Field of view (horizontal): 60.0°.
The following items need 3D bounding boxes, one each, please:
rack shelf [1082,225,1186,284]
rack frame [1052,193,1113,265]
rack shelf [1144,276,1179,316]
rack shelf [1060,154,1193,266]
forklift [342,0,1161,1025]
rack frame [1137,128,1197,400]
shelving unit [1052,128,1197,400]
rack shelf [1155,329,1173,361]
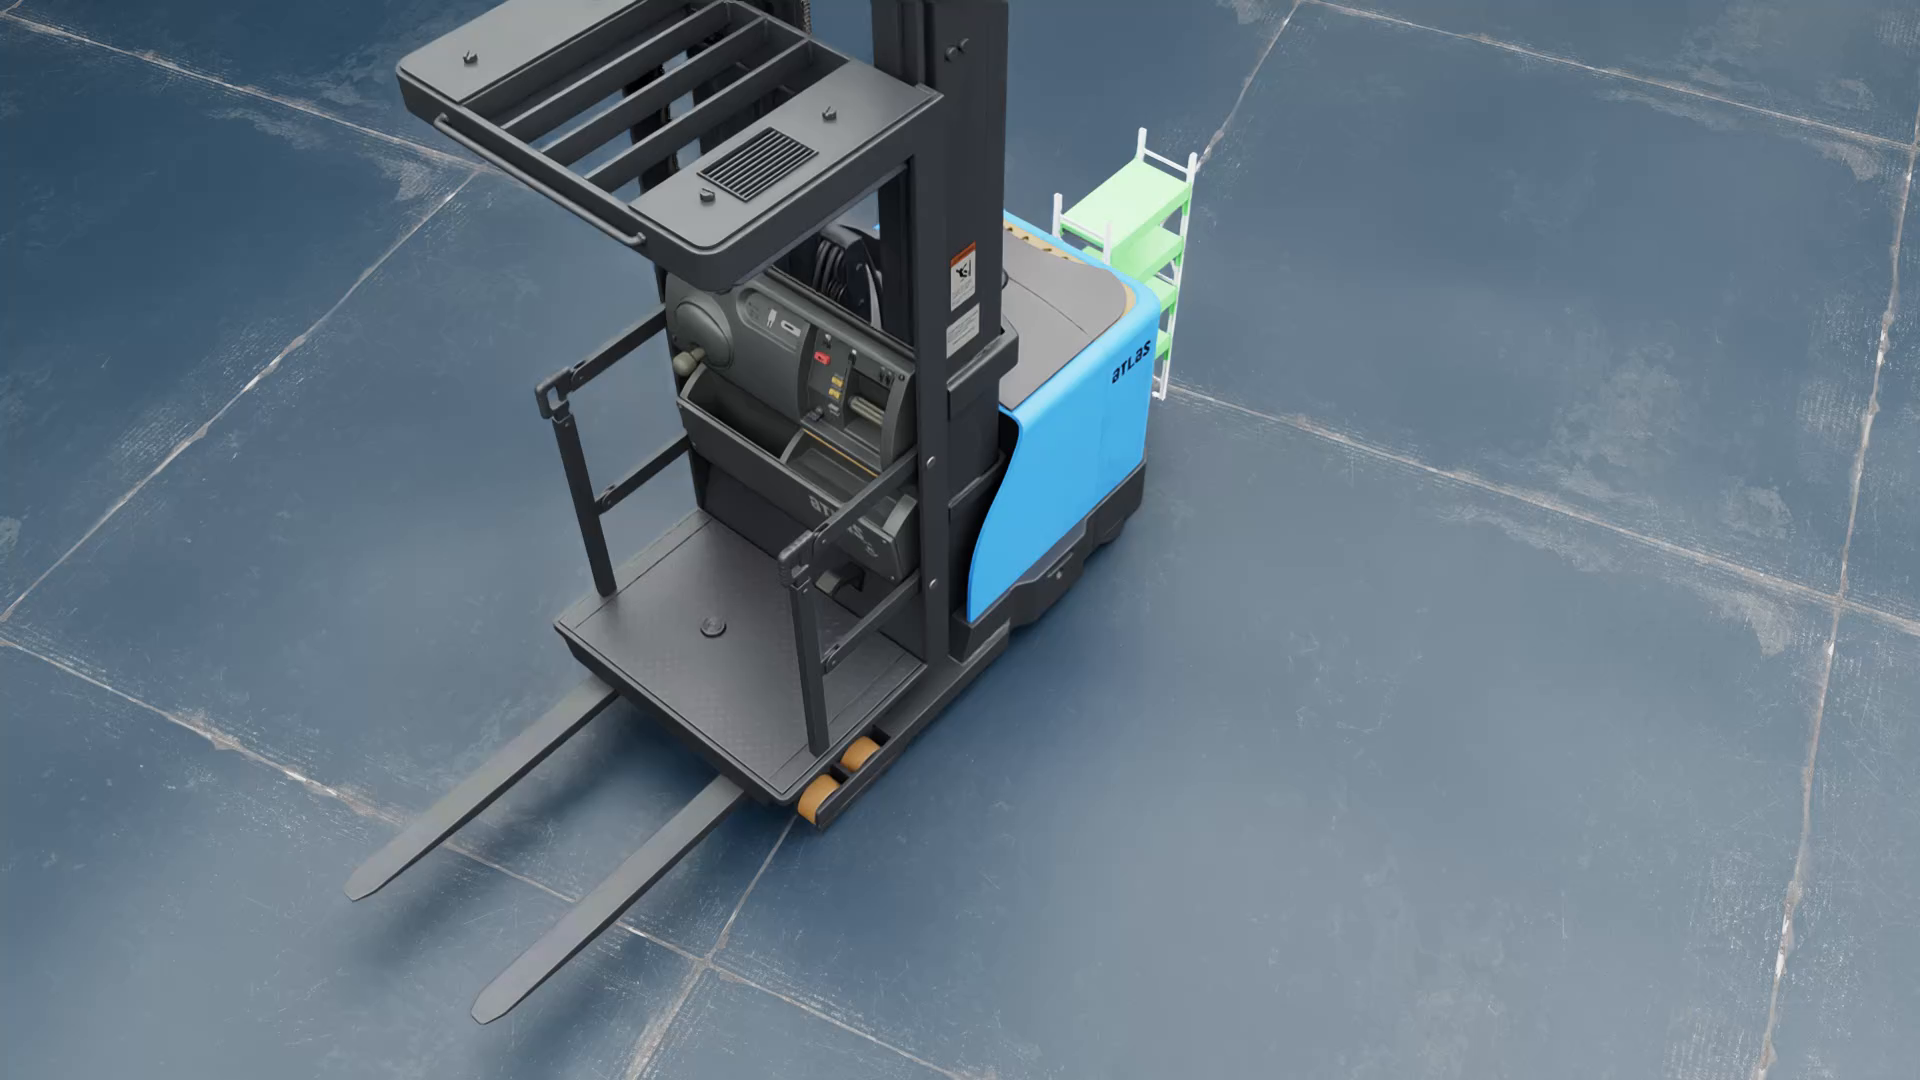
[{"bbox_3d":[0.577,-0.990,6.073,0.258,0.148,0.480,33,57,25],"label":"rack shelf"},{"bbox_3d":[0.419,-0.734,6.087,0.240,1.200,0.015,33,57,25],"label":"rack frame"},{"bbox_3d":[0.577,-0.835,6.256,0.258,0.148,0.480,33,57,25],"label":"rack shelf"},{"bbox_3d":[0.577,-1.146,5.891,0.258,0.148,0.480,33,57,25],"label":"rack shelf"},{"bbox_3d":[-0.647,-0.456,4.714,1.130,2.935,3.031,33,57,25],"label":"forklift"},{"bbox_3d":[0.735,-1.018,6.328,0.240,1.200,0.015,33,57,25],"label":"rack frame"},{"bbox_3d":[0.577,-0.876,6.208,0.258,1.200,0.503,33,57,25],"label":"shelving unit"},{"bbox_3d":[0.577,-0.679,6.439,0.258,0.148,0.480,33,57,25],"label":"rack shelf"}]
